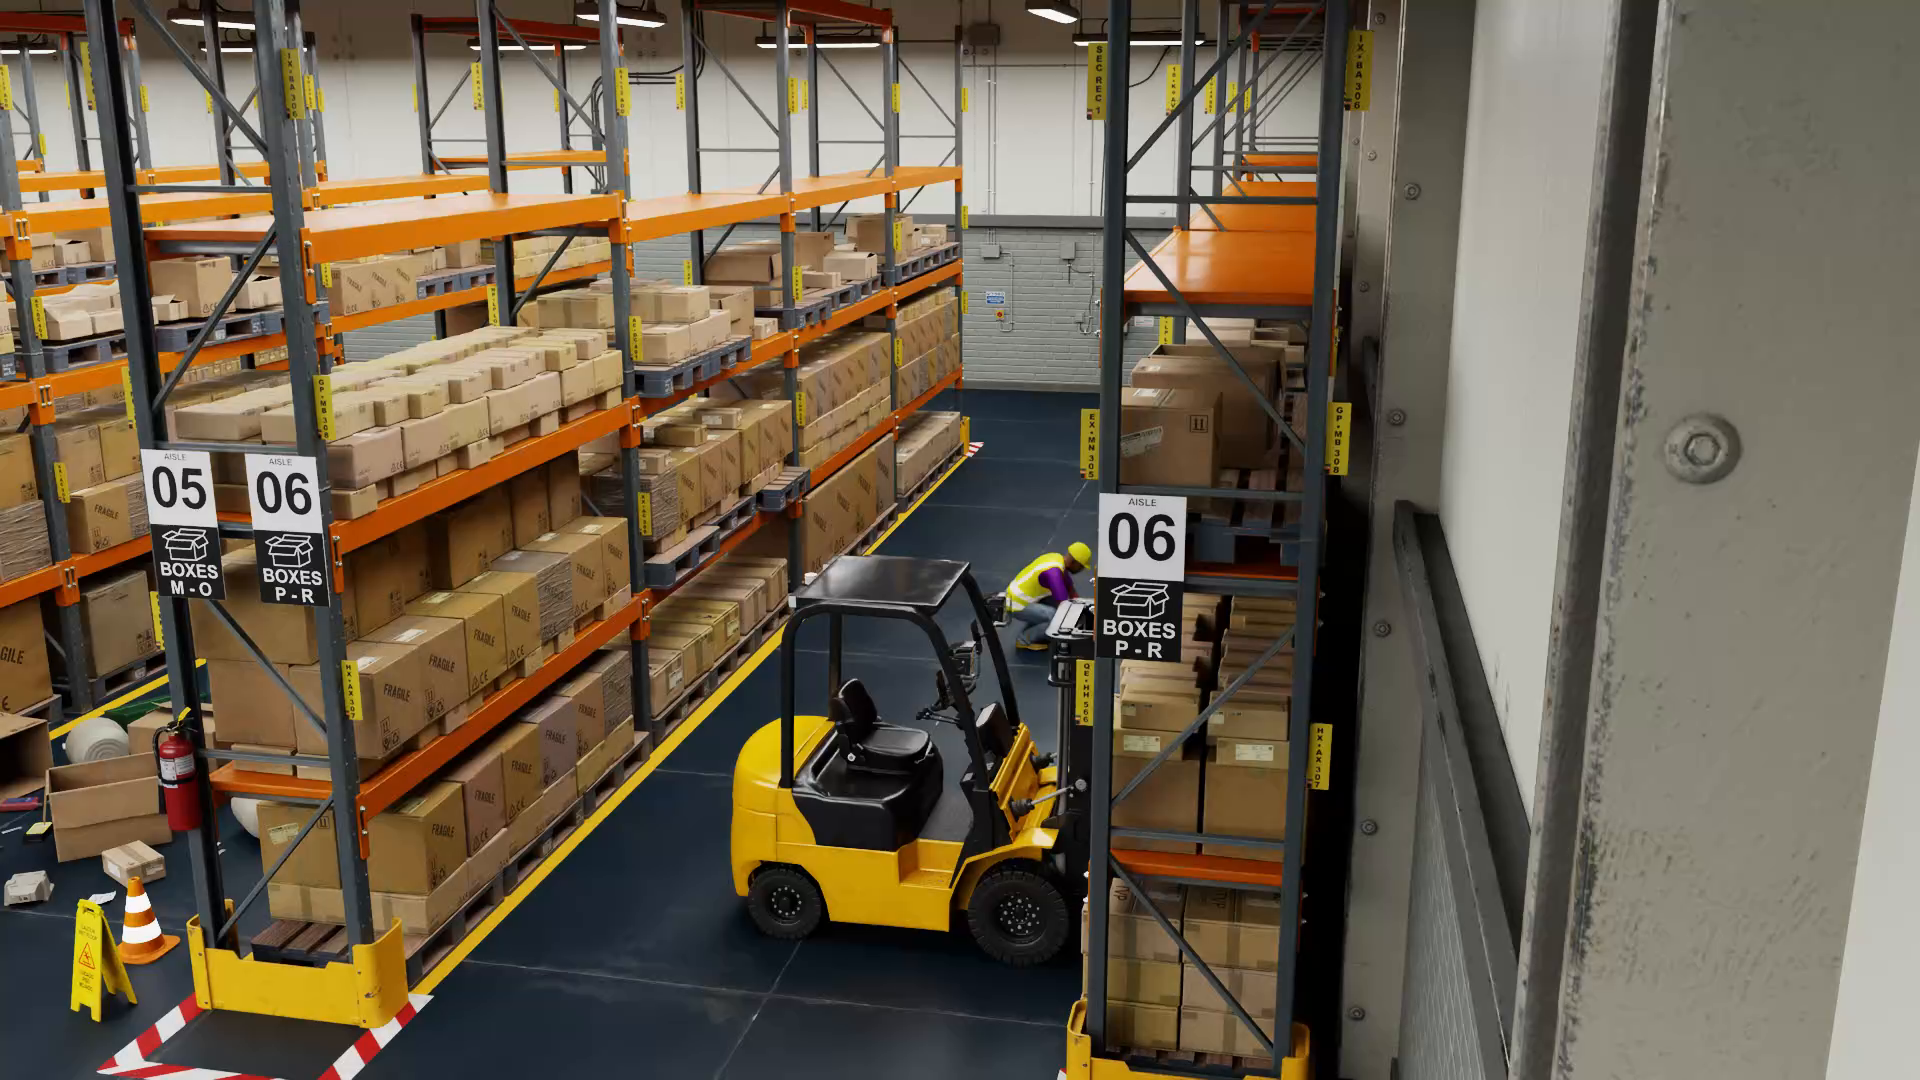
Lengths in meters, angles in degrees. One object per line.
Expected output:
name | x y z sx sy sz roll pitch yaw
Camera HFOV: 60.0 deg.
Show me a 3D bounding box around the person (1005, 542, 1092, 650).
person | 0.845 0.508 15.543 0.893 1.005 0.565 3 15 10
